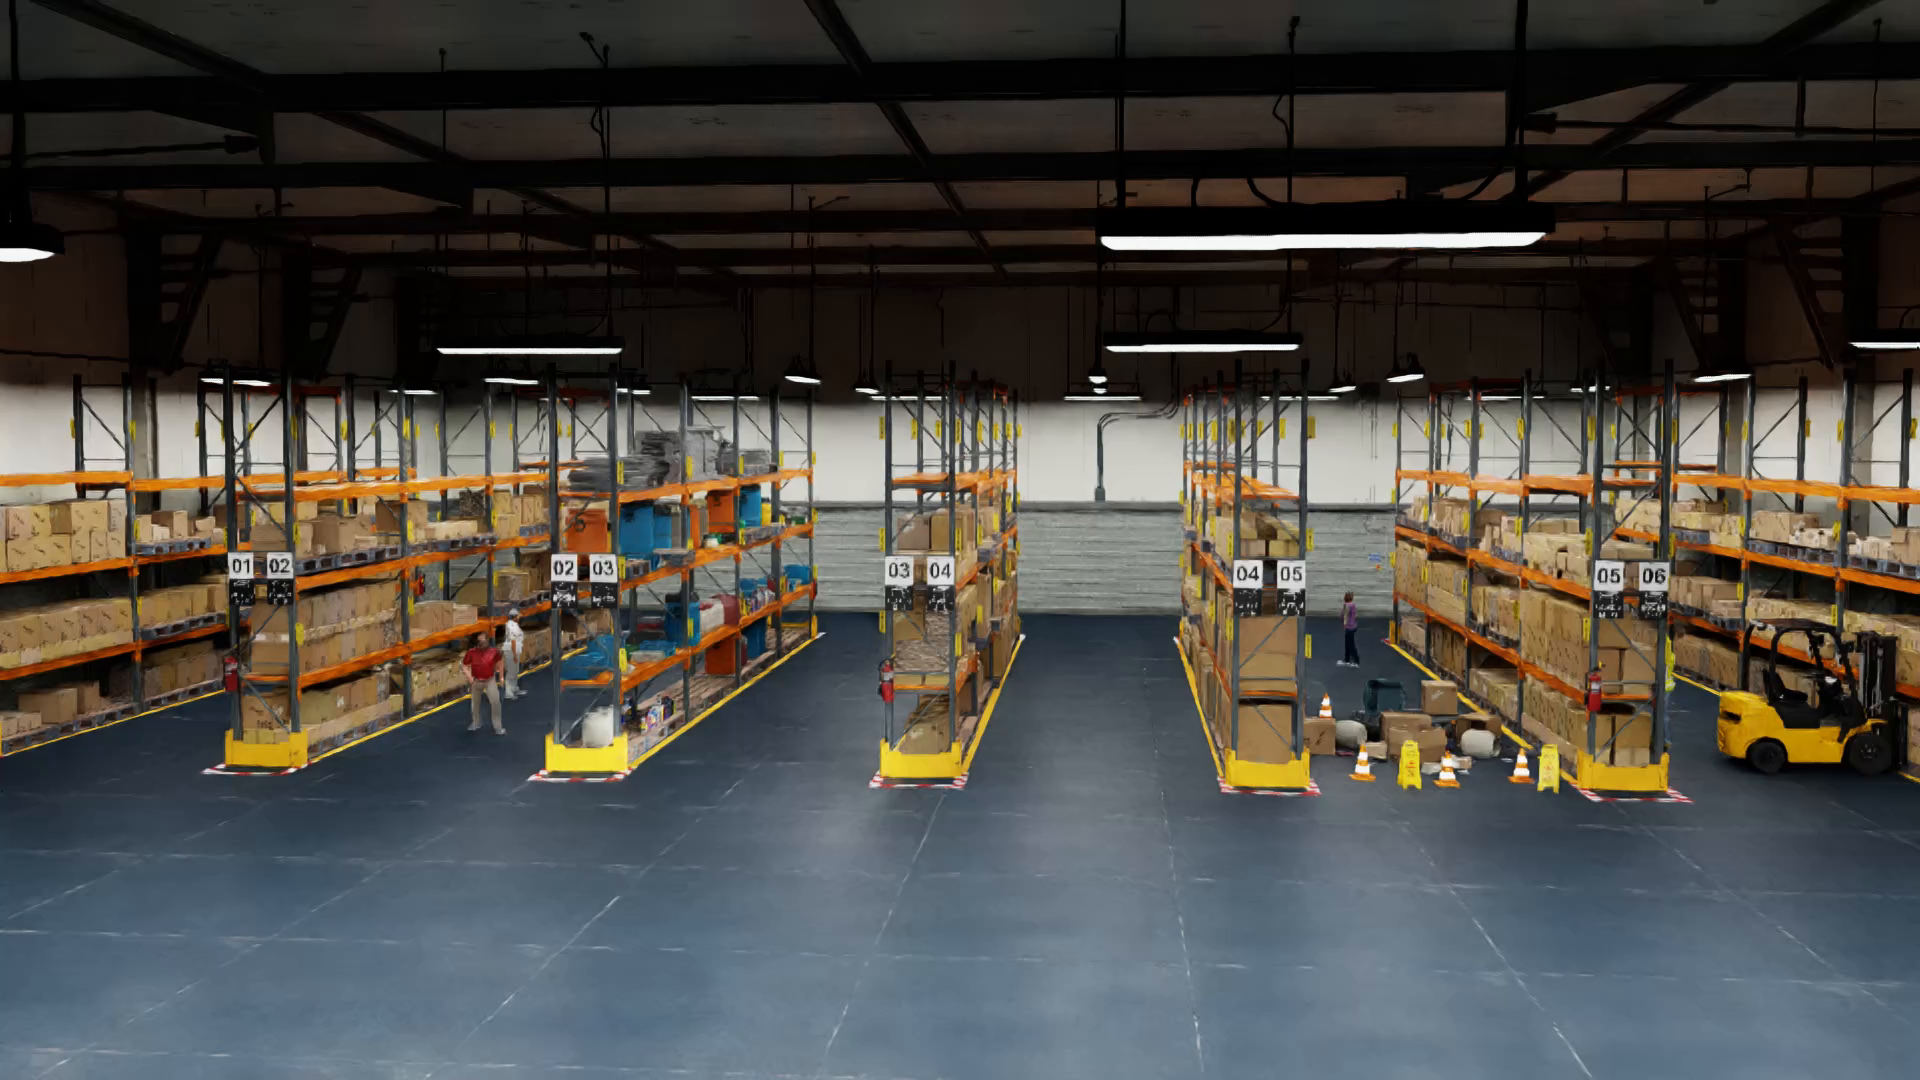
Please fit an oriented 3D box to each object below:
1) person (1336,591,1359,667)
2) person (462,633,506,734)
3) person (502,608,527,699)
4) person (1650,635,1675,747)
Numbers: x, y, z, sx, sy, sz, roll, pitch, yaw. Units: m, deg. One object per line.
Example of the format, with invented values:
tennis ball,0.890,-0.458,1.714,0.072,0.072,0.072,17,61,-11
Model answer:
person,8.219,1.878,35.206,0.534,1.589,0.521,2,4,27
person,-7.872,2.353,27.541,0.701,1.662,0.857,-1,4,-11
person,-8.331,2.113,31.111,0.463,1.673,0.577,-1,4,-19
person,11.088,2.368,26.412,0.497,1.765,0.625,3,5,36
